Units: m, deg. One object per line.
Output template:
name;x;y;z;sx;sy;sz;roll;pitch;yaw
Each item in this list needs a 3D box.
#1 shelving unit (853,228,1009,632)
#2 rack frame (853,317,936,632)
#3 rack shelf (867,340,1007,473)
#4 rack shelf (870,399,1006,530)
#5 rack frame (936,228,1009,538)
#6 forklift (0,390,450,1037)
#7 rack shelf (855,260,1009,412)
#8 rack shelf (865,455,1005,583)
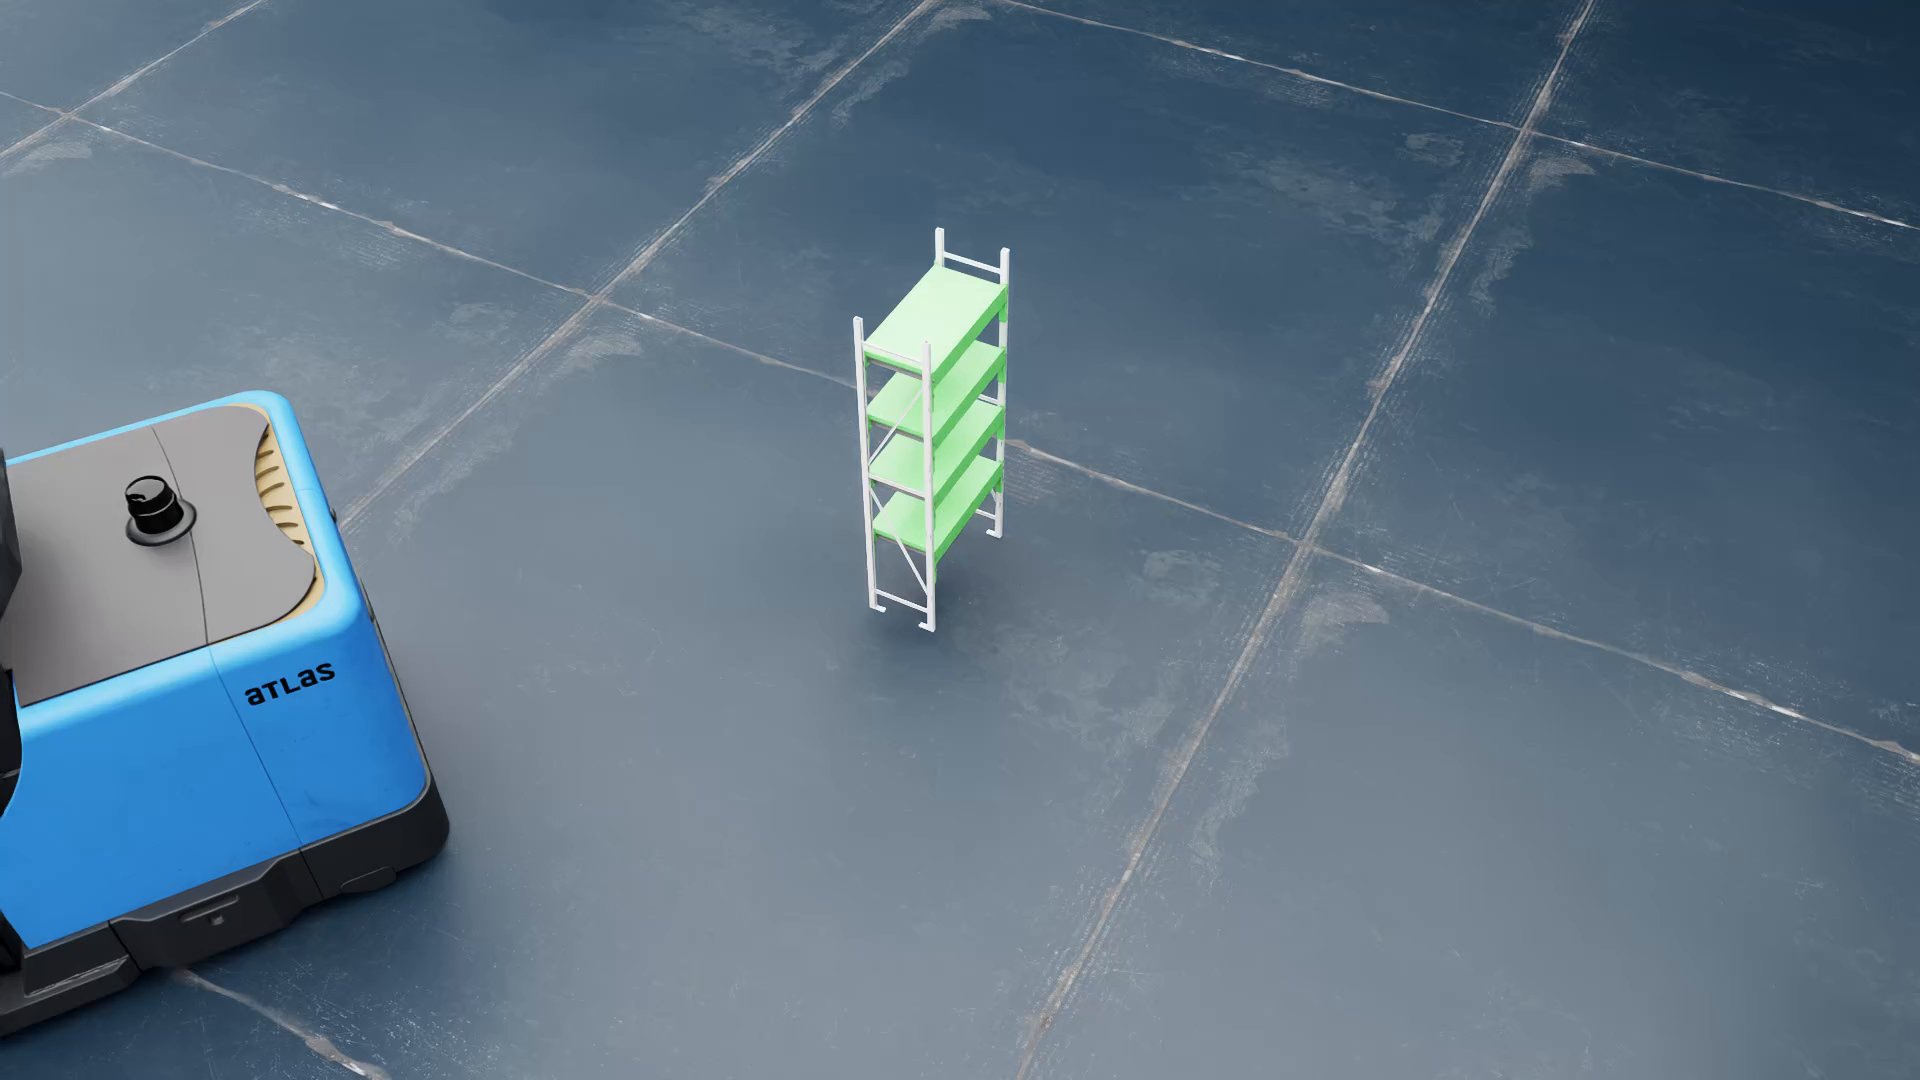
shelving unit;-0.077;-0.317;5.220;0.258;1.200;0.503;20;49;19
rack frame;-0.190;-0.164;5.068;0.240;1.200;0.015;20;49;19
rack shelf;-0.077;-0.441;5.095;0.258;0.148;0.480;20;49;19
rack shelf;-0.077;-0.273;5.266;0.258;0.148;0.480;20;49;19
rack frame;0.036;-0.471;5.372;0.240;1.200;0.015;20;49;19
forklift;-3.028;0.065;3.625;3.031;2.935;1.130;-20;49;-19
rack shelf;-0.077;-0.610;4.924;0.258;0.148;0.480;20;49;19
rack shelf;-0.077;-0.104;5.436;0.258;0.148;0.480;20;49;19
